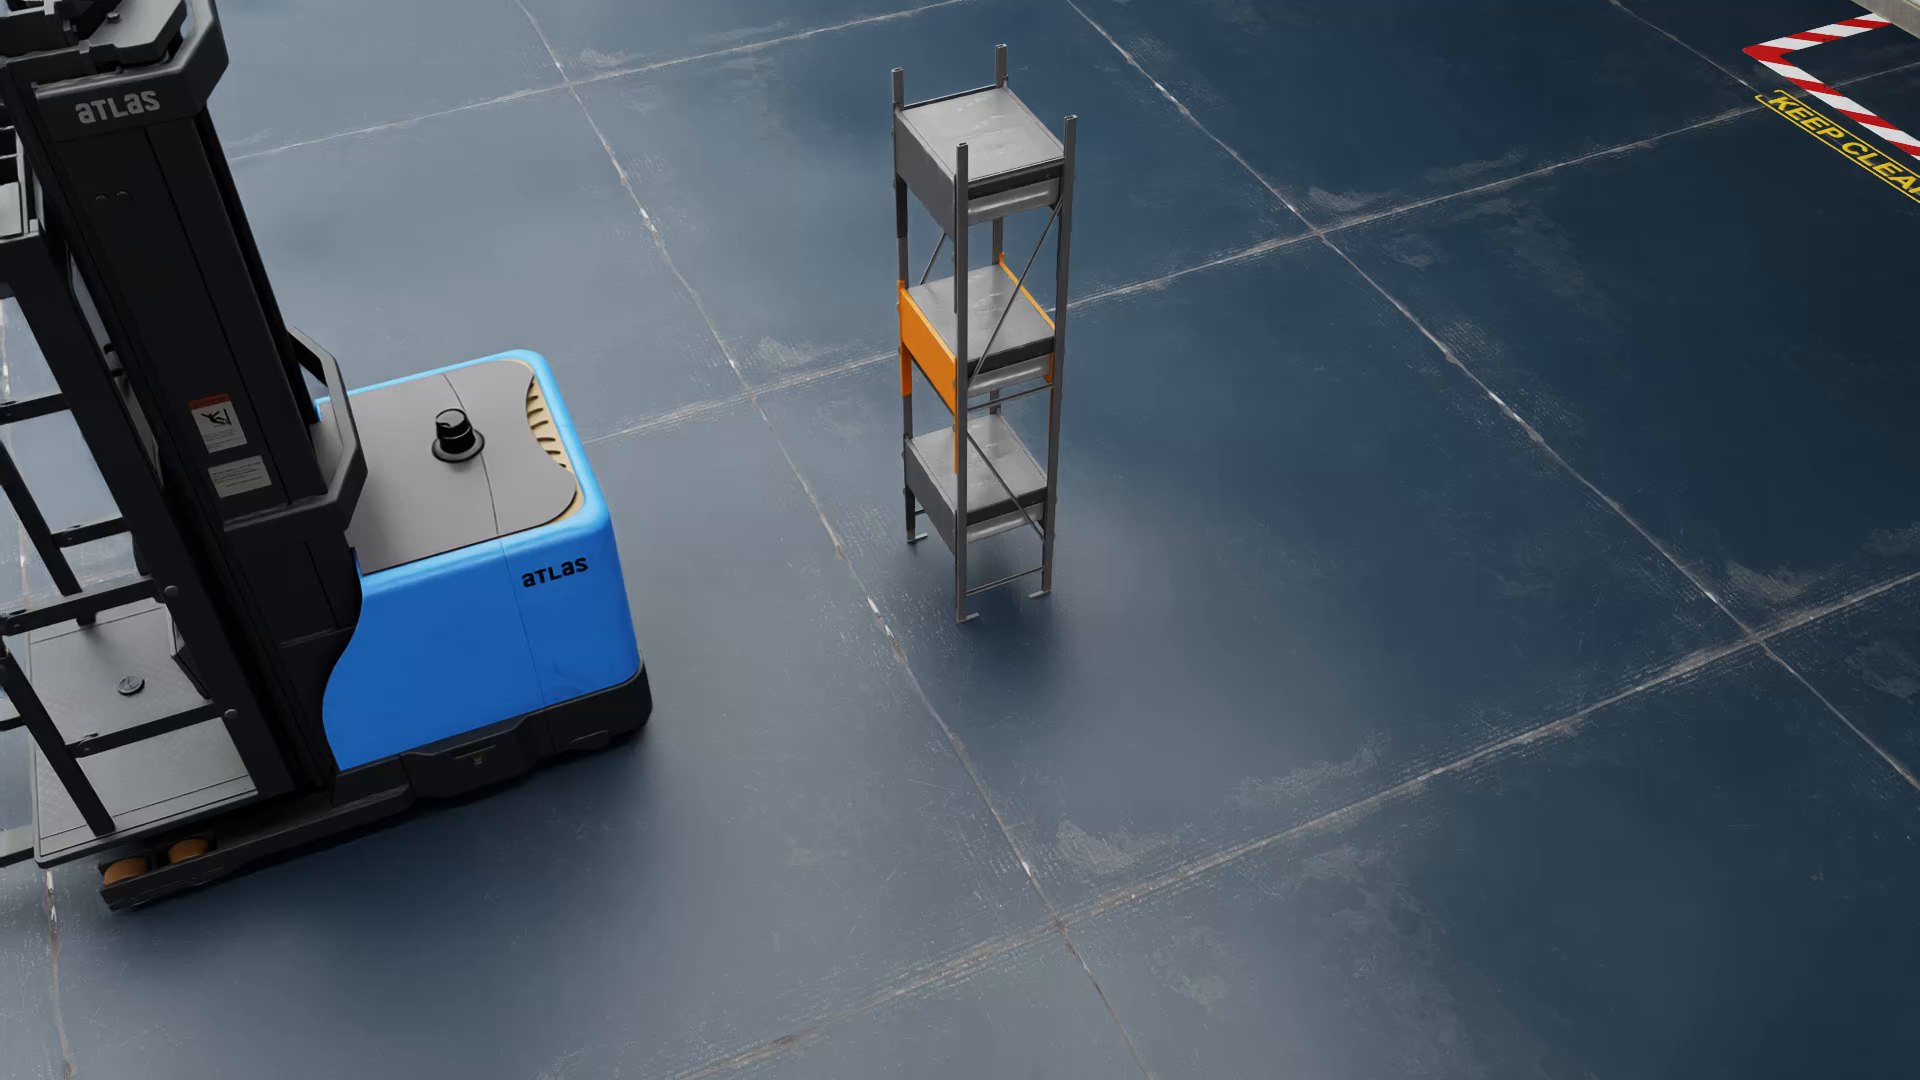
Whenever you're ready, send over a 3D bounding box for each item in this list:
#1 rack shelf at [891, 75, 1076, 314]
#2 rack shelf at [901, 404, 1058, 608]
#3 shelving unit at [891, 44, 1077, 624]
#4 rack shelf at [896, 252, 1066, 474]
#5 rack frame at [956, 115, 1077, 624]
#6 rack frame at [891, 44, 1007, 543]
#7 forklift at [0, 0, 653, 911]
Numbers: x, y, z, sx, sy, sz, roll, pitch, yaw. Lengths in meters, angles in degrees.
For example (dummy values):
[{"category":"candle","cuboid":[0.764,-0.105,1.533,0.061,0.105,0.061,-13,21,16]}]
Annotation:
[{"category":"rack shelf","cuboid":[0.070,-1.130,5.424,0.431,0.518,0.480,-18,47,-17]},{"category":"rack shelf","cuboid":[0.070,-0.134,6.407,0.431,0.518,0.480,-18,47,-17]},{"category":"shelving unit","cuboid":[0.070,-0.642,5.906,0.431,2.100,0.503,-18,47,-17]},{"category":"rack shelf","cuboid":[0.070,-0.632,5.915,0.431,0.518,0.480,-18,47,-17]},{"category":"rack frame","cuboid":[0.172,-0.486,5.748,0.400,2.100,0.015,-18,47,-17]},{"category":"rack frame","cuboid":[-0.033,-0.797,6.063,0.400,2.100,0.015,-18,47,-17]},{"category":"forklift","cuboid":[-2.680,-0.255,4.921,3.031,2.935,1.130,-17,47,-17]}]
